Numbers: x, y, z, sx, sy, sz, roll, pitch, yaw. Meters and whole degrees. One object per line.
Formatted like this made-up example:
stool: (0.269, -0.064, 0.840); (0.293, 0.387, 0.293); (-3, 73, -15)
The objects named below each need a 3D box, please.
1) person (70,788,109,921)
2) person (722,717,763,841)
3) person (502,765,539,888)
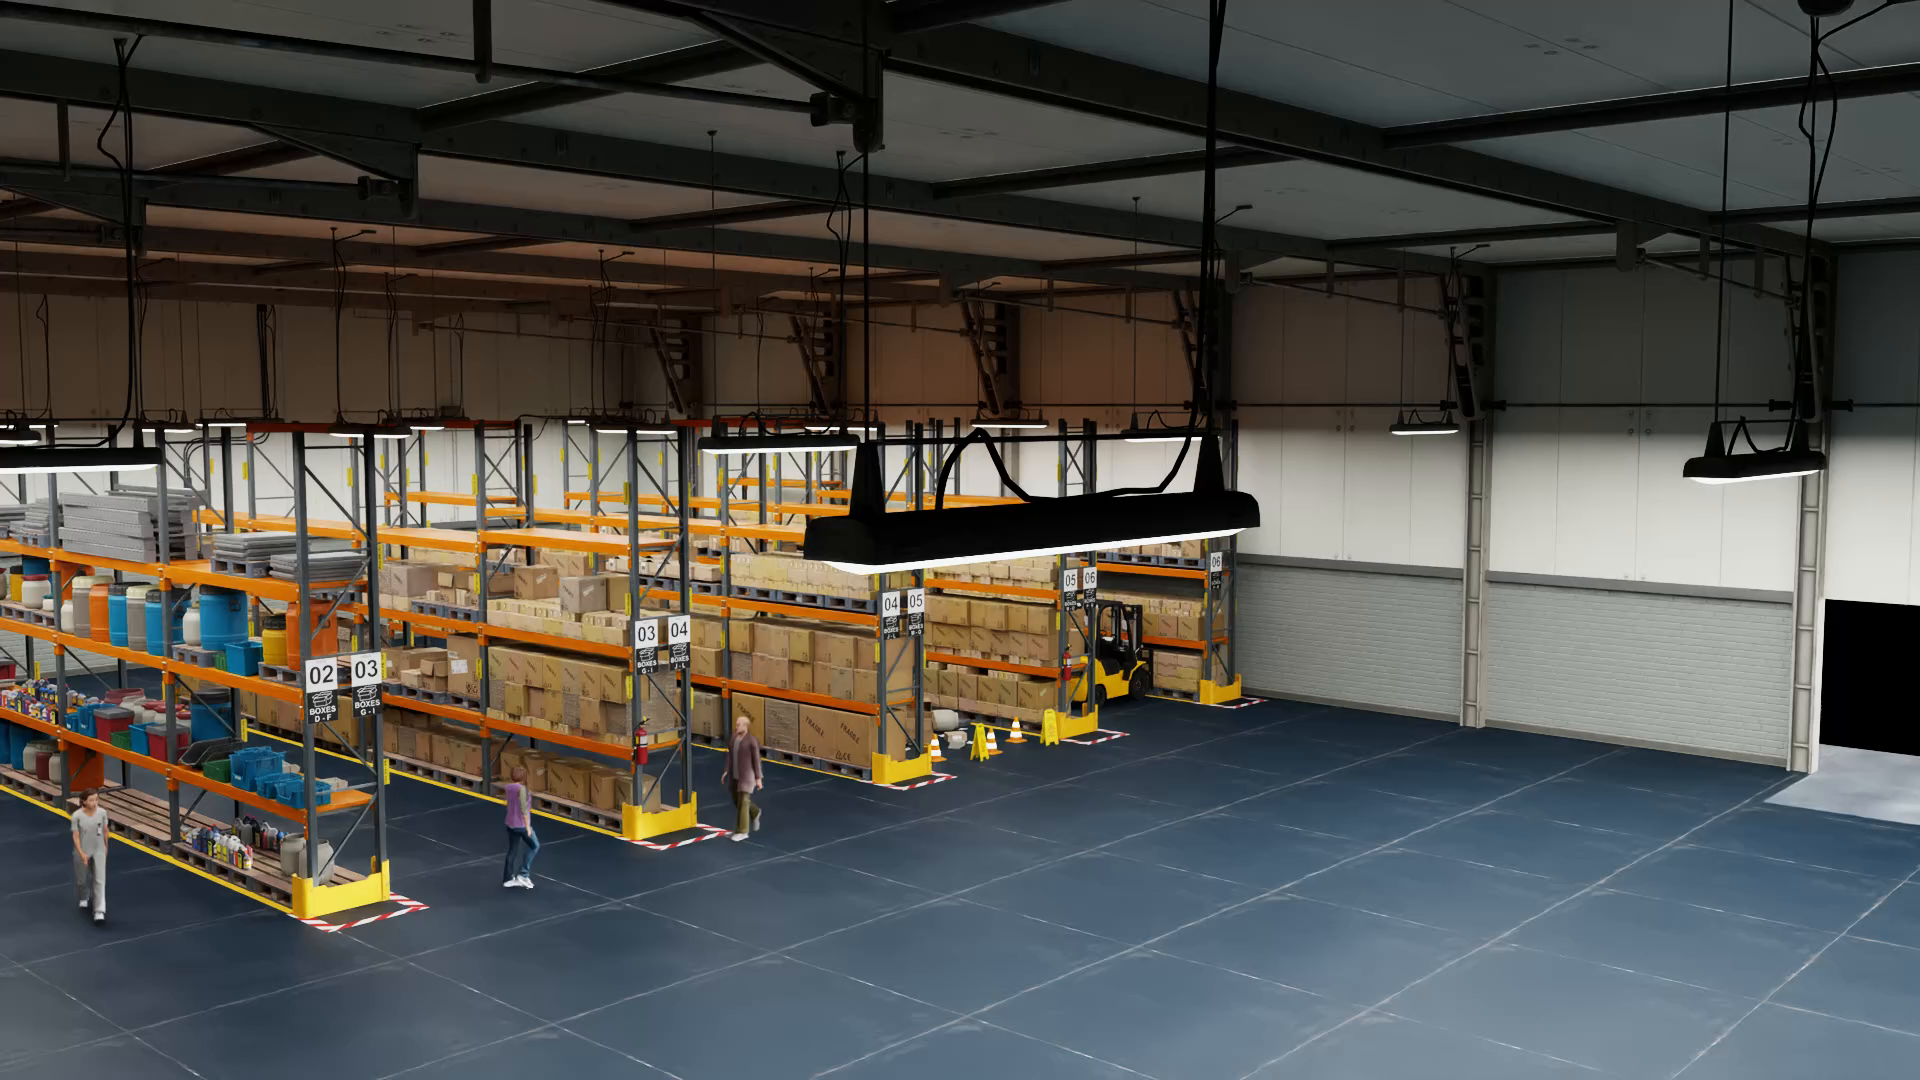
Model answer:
person: (-10.717, 3.845, 20.511); (0.435, 1.562, 1.123); (-3, 6, -33)
person: (-3.150, 3.471, 24.393); (0.585, 1.787, 0.868); (4, 6, 41)
person: (-5.783, 3.756, 21.774); (0.451, 1.624, 0.448); (4, 6, 43)
